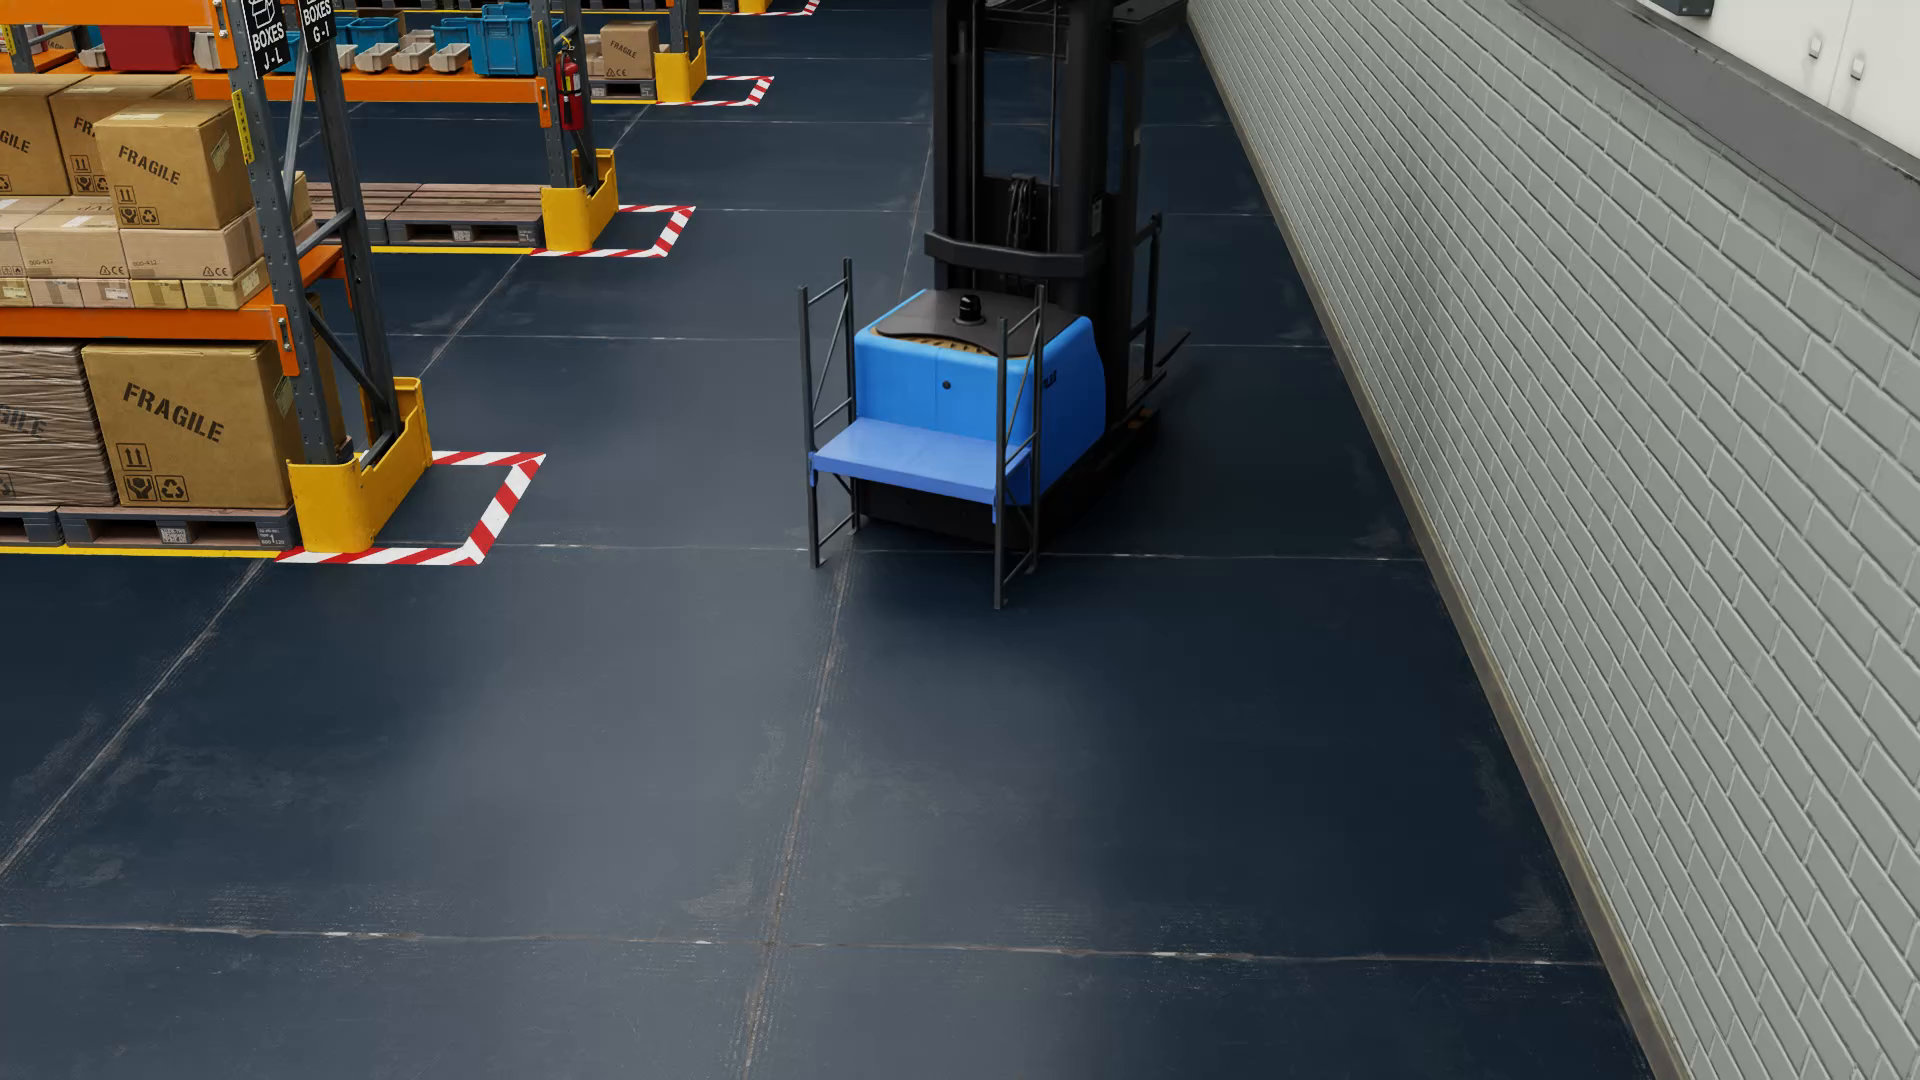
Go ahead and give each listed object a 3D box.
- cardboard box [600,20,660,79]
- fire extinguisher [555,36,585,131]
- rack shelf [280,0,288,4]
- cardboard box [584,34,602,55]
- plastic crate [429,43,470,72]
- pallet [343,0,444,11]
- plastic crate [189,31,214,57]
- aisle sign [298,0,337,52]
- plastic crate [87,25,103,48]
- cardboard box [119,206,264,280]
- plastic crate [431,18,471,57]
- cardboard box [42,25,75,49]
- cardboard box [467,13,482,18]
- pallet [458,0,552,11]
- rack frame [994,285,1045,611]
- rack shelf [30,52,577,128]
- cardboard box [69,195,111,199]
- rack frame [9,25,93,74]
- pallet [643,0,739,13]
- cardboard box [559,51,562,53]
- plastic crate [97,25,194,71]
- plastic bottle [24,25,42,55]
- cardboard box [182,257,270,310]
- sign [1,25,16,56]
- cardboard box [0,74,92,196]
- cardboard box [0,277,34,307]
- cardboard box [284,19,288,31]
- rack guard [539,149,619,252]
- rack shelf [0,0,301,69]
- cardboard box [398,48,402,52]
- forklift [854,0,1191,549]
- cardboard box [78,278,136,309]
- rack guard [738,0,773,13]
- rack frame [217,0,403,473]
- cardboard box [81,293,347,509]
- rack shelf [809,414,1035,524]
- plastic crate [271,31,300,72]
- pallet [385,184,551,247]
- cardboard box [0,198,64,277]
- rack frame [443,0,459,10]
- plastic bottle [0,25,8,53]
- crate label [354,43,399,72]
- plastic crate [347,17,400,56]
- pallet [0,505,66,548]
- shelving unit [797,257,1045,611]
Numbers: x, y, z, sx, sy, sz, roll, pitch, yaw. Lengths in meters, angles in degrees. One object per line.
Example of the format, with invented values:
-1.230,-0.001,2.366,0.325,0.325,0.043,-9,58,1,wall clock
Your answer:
-3.453,-5.152,17.466,0.500,0.500,0.500,1,28,2,cardboard box
-2.945,-3.436,12.510,0.183,0.674,0.296,1,28,2,fire extinguisher
-8.898,-5.950,17.539,4.000,0.370,1.077,1,28,2,rack shelf
-3.934,-5.298,18.008,0.500,0.250,0.500,1,28,2,cardboard box
-3.901,-3.689,12.723,0.243,0.136,0.396,1,28,2,plastic crate
-7.502,-7.299,22.293,1.213,0.211,1.003,1,28,2,pallet
-5.949,-3.928,13.188,0.590,0.125,0.437,1,28,2,plastic crate
-3.172,-2.820,8.091,0.004,0.787,0.394,1,28,2,aisle sign
-6.599,-4.088,13.211,0.575,0.384,0.392,1,28,2,plastic crate
-3.748,-1.481,8.183,0.500,0.250,0.500,1,28,1,cardboard box
-3.973,-3.972,13.154,0.300,0.233,0.416,1,28,2,plastic crate
-9.427,-5.233,17.618,0.500,0.500,0.500,1,28,1,cardboard box
-5.021,-5.297,17.736,0.637,0.503,0.797,1,28,2,cardboard box
-5.971,-7.272,22.243,1.213,0.211,1.003,1,28,2,pallet
0.283,-0.426,7.953,0.032,1.500,0.500,12,30,21,rack frame
-5.079,-3.565,13.041,4.000,0.370,1.077,1,28,2,rack shelf
-4.245,-1.737,8.666,0.500,0.250,0.500,1,28,1,cardboard box
-7.077,-3.916,12.935,0.127,3.000,1.000,1,28,2,rack frame
-3.532,-7.232,22.167,1.213,0.211,1.003,1,28,2,pallet
-4.402,-5.071,17.580,0.500,0.250,0.500,1,28,2,cardboard box
-6.194,-3.839,12.657,0.583,0.464,0.402,1,28,2,plastic crate
-7.458,-4.053,13.245,0.185,0.351,0.144,1,28,2,plastic bottle
-3.622,-1.272,8.216,0.250,0.149,0.380,1,28,3,cardboard box
-7.099,-3.781,12.384,0.005,0.325,0.100,1,28,2,sign
-4.743,-2.076,8.506,0.500,0.500,0.500,0,28,0,cardboard box
-4.643,-1.289,8.247,0.250,0.149,0.380,0,28,1,cardboard box
-7.402,-5.199,17.553,0.500,0.500,0.500,1,28,2,cardboard box
-3.055,-2.751,13.406,0.348,0.500,1.175,1,28,2,rack guard
-5.253,-2.572,7.965,4.000,0.370,1.077,1,28,2,rack shelf
-5.943,-5.315,18.147,0.250,0.149,0.380,1,28,2,cardboard box
0.542,-1.912,9.227,1.130,2.935,3.031,13,31,23,forklift
-4.134,-1.281,8.231,0.250,0.149,0.380,1,28,2,cardboard box
-2.706,-7.382,22.143,0.348,0.500,1.175,1,28,2,rack guard
-3.255,-1.532,8.437,0.127,3.000,1.000,1,28,2,rack frame
-3.897,-0.752,8.785,0.875,0.875,0.875,1,28,2,cardboard box
-0.181,-0.364,8.220,1.000,0.185,0.538,12,30,21,rack shelf
-5.141,-3.717,12.673,0.300,0.233,0.416,1,28,2,plastic crate
-3.903,-2.650,13.523,1.213,0.211,1.003,1,28,2,pallet
-4.764,-1.498,8.215,0.500,0.250,0.500,0,28,0,cardboard box
-6.728,-8.553,21.683,0.127,3.000,1.000,1,28,2,rack frame
-7.678,-4.030,13.361,0.097,0.201,0.097,0,28,0,plastic bottle
-4.470,-3.693,12.732,0.243,0.136,0.396,1,28,2,crate label
-4.631,-3.983,13.175,0.300,0.233,0.416,1,28,2,plastic crate
-5.273,-0.298,9.086,1.213,0.211,1.003,1,28,2,pallet
-0.181,-0.523,8.136,1.048,1.500,0.538,12,30,21,shelving unit
